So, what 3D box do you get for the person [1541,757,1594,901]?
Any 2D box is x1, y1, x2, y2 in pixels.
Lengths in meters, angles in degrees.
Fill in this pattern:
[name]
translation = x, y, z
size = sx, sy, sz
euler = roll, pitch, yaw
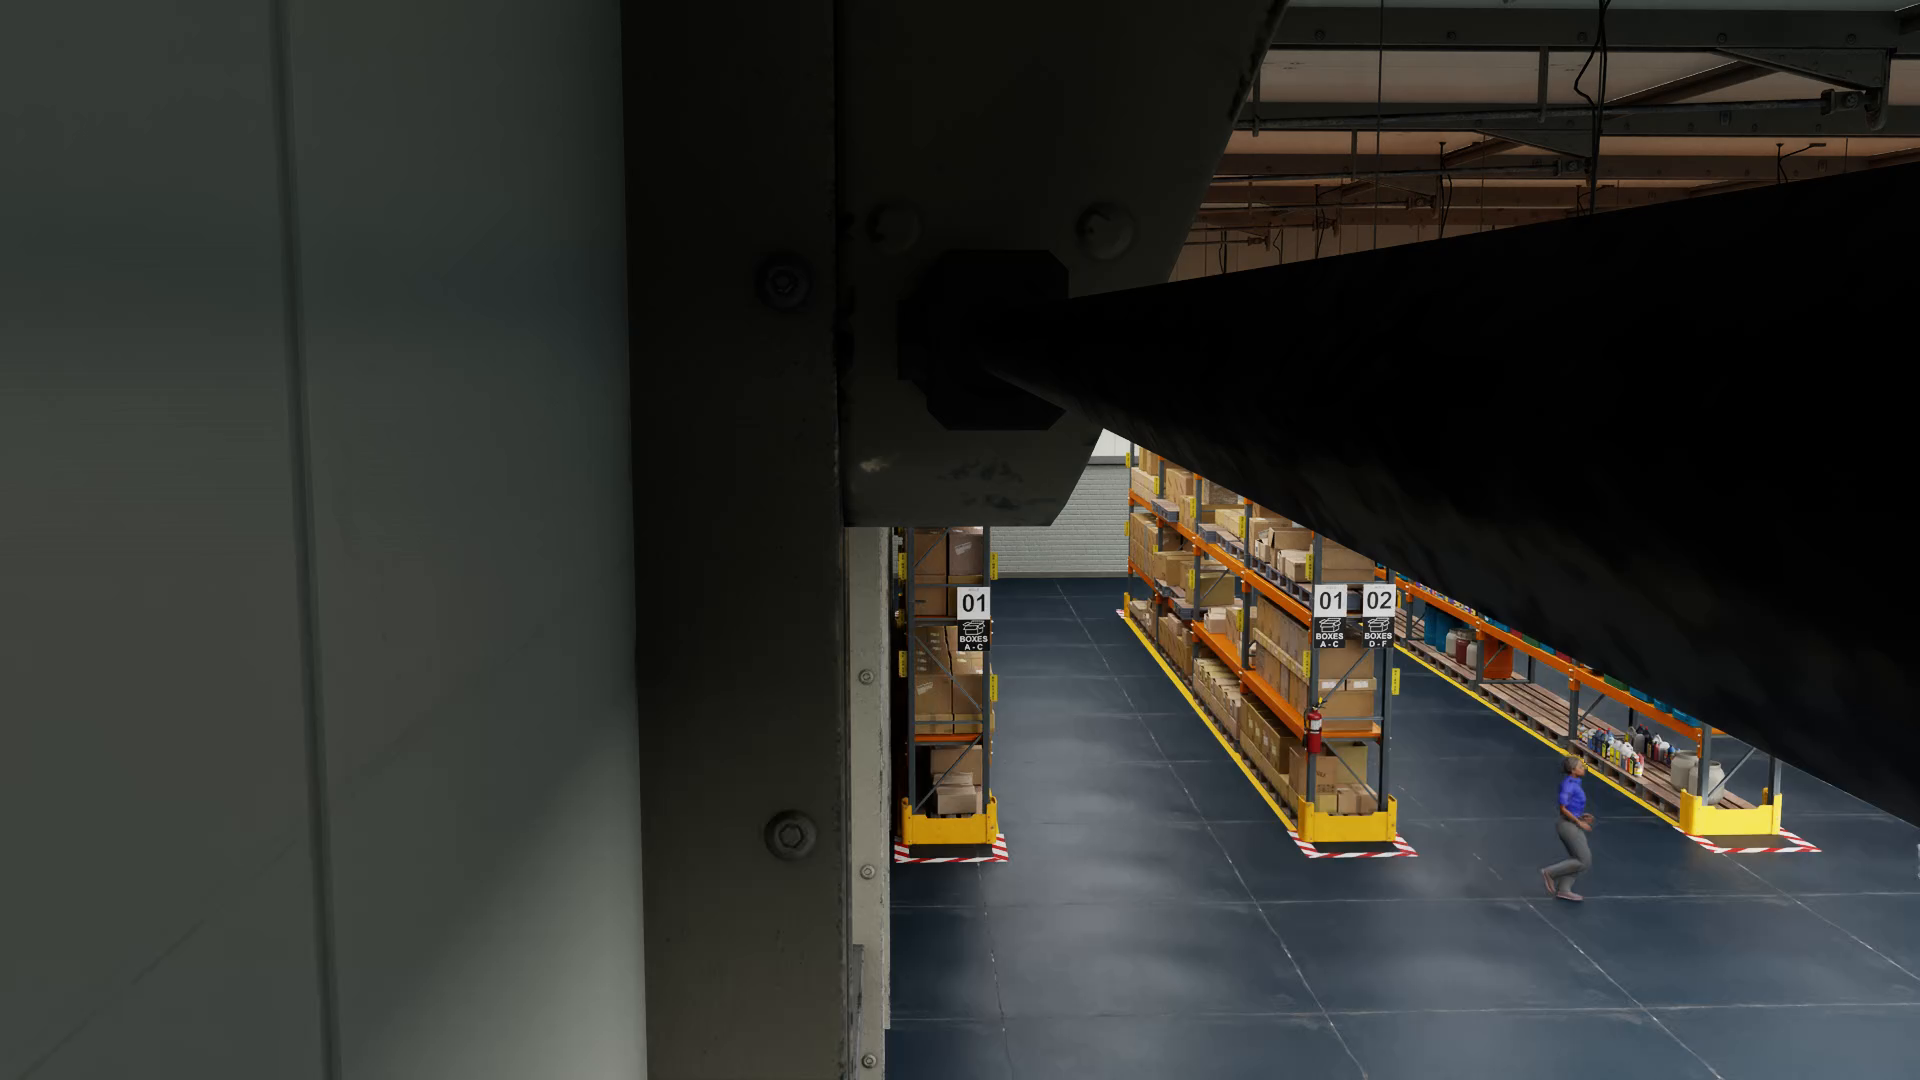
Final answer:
[person]
translation = 6.738, 3.186, 18.400
size = 0.549, 1.609, 0.556
euler = 2, 8, 17
